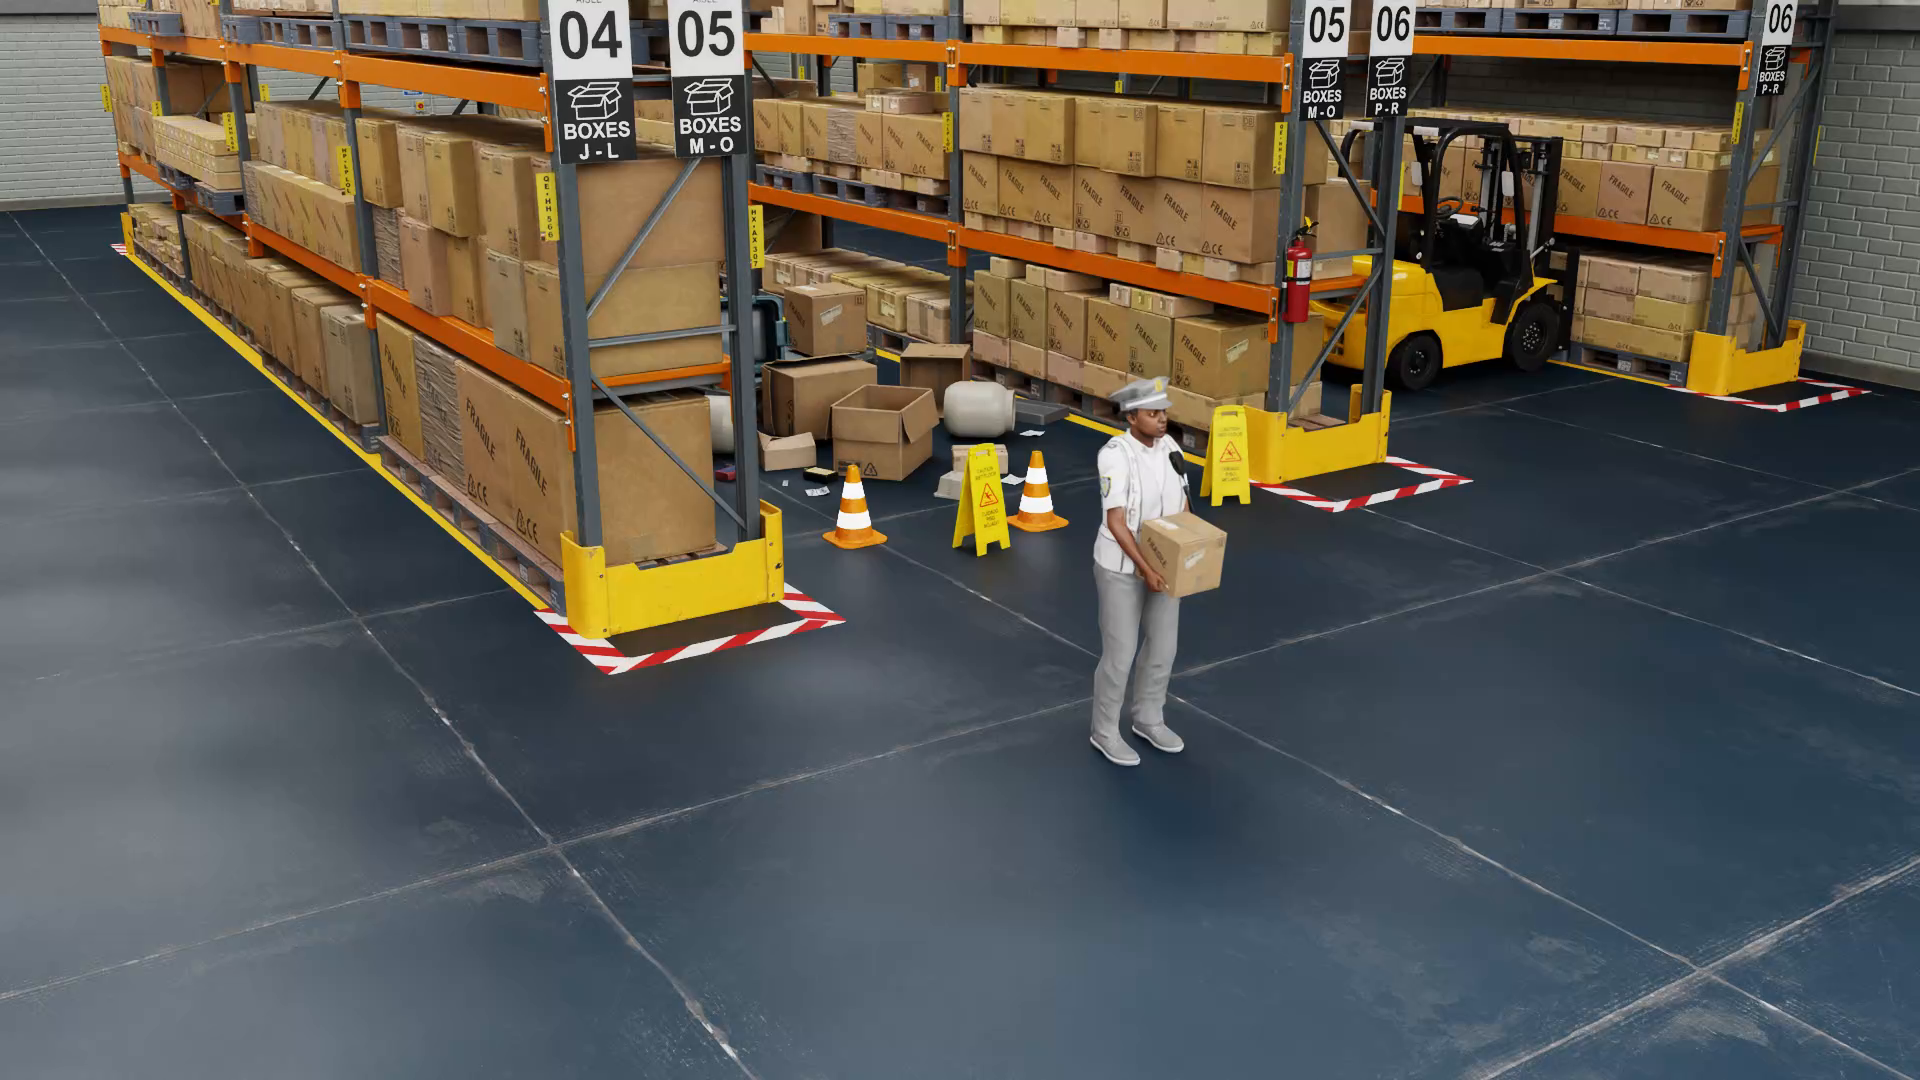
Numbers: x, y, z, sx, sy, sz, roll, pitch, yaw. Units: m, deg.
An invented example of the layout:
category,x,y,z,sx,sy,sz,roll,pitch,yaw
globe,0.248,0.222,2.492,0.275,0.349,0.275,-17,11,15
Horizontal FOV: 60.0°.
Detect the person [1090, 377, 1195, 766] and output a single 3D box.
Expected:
category,x,y,z,sx,sy,sz,roll,pitch,yaw
person,0.821,0.142,7.091,0.441,1.692,0.517,-12,22,-32
